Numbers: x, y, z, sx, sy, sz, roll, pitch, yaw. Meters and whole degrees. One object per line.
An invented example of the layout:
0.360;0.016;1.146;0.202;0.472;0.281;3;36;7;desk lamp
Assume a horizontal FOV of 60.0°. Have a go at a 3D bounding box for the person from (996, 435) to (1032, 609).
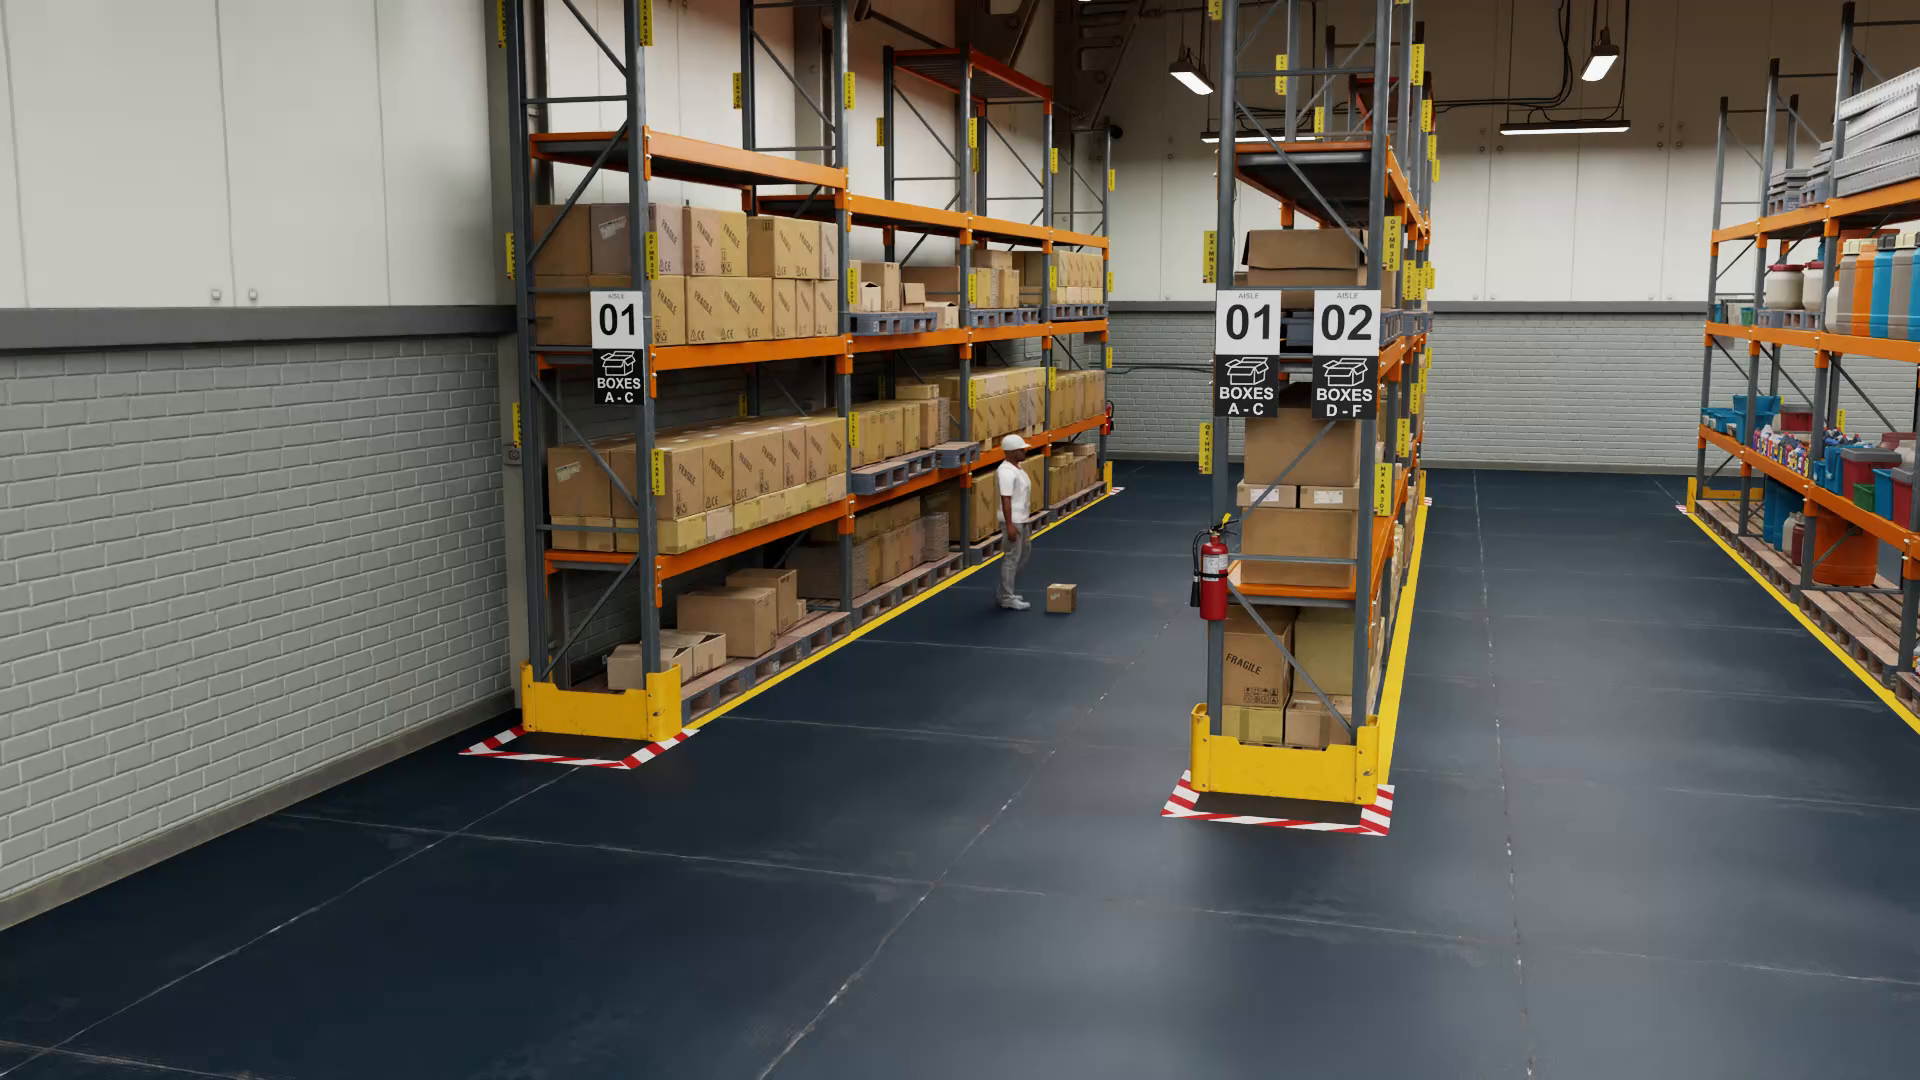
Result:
0.545;-0.194;16.967;0.393;1.766;0.583;2;8;12;person
